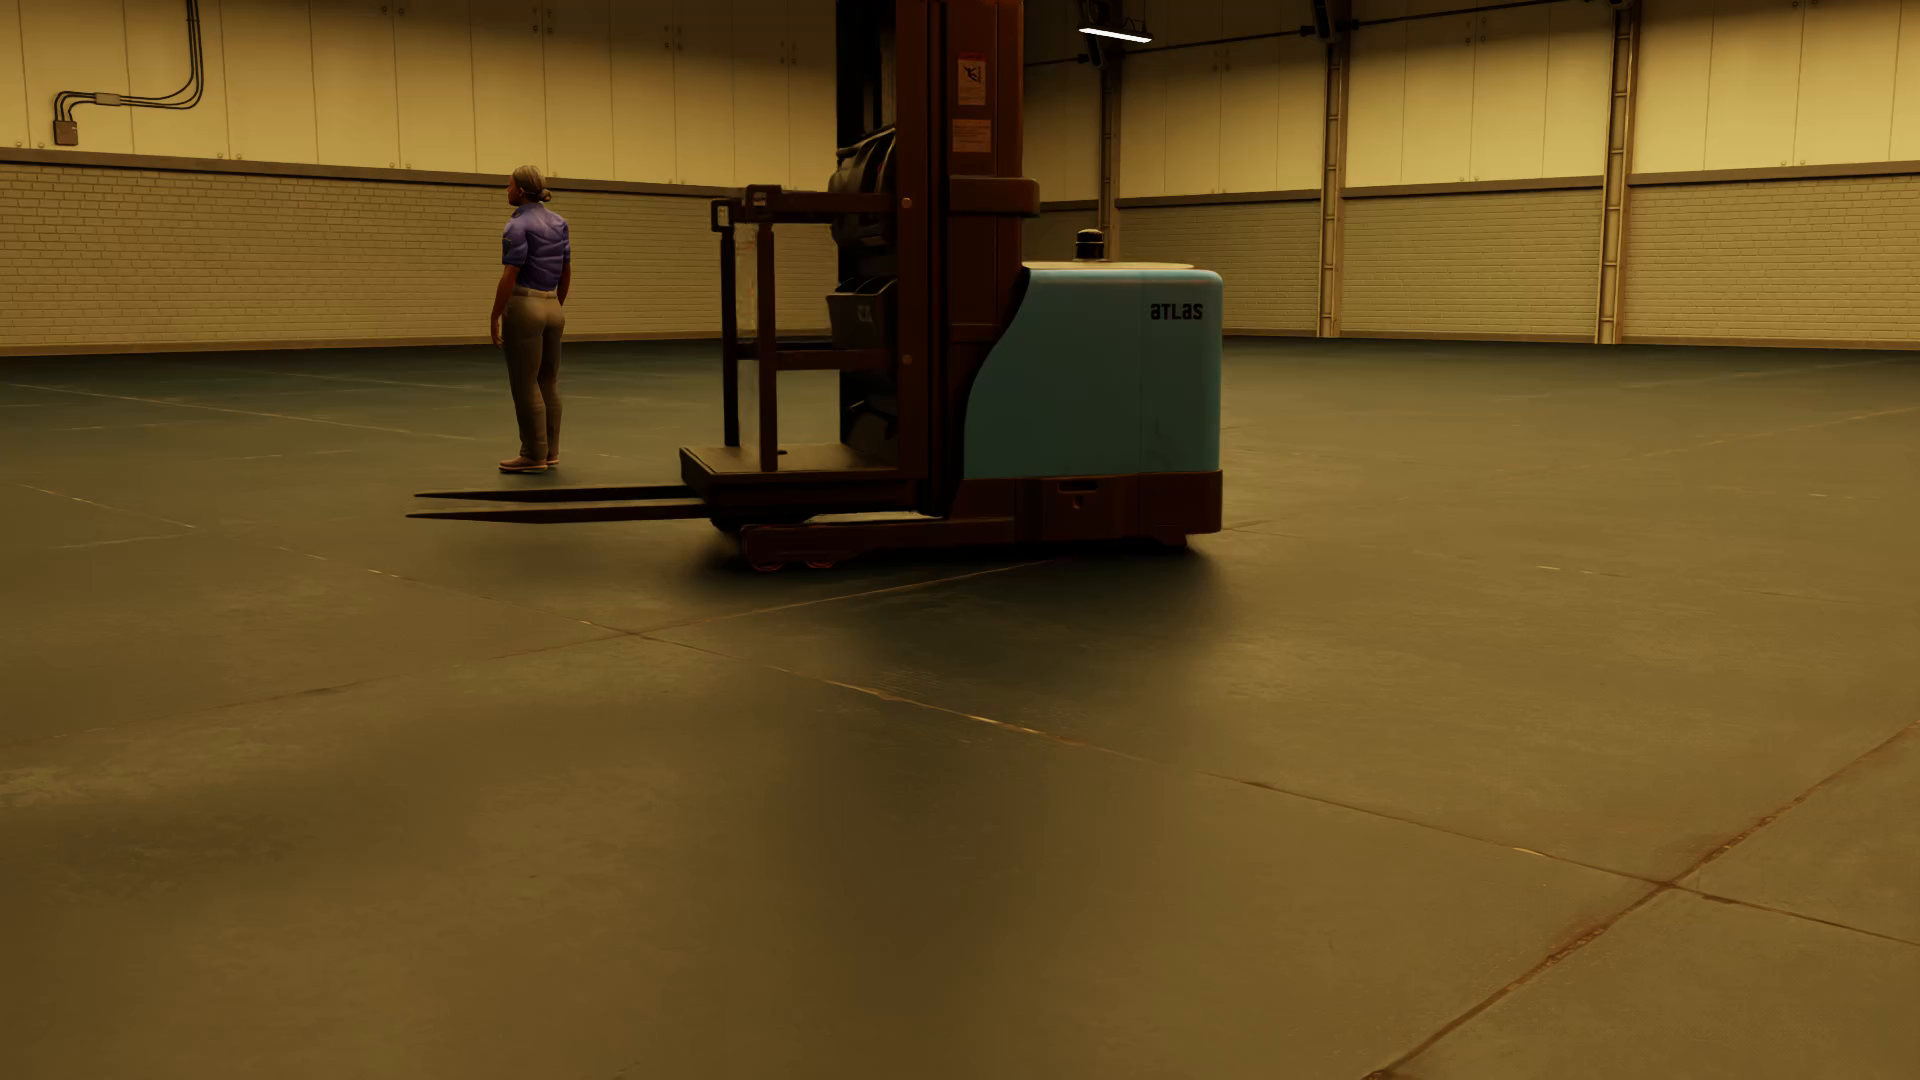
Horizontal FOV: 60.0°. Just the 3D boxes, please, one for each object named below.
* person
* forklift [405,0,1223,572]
[{"bbox_3d":[-2.401,-1.205,9.117,0.504,1.654,0.569,4,10,27],"label":"person"},{"bbox_3d":[-0.559,-1.421,6.314,3.031,2.935,1.130,-2,9,-15],"label":"forklift"}]
